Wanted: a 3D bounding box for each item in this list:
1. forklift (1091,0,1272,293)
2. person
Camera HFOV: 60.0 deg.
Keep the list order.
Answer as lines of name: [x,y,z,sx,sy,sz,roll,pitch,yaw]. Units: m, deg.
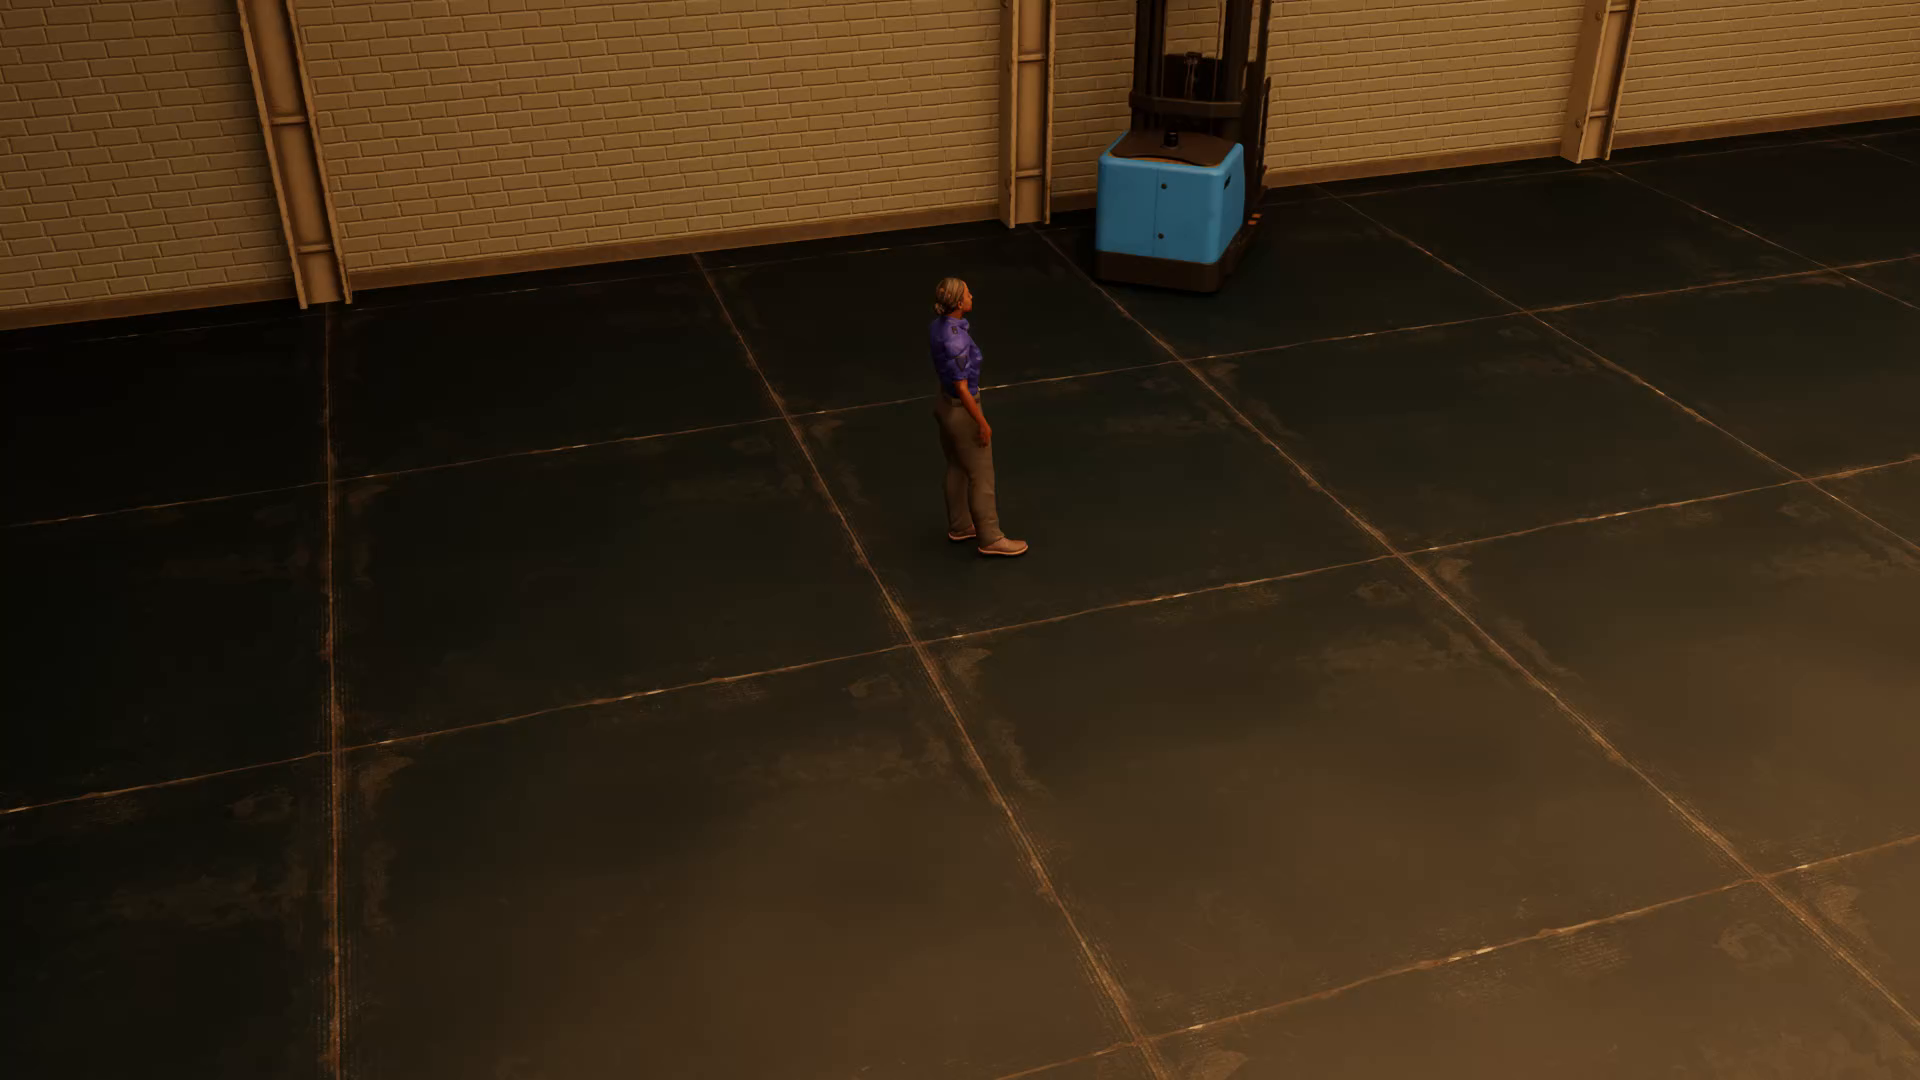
forklift: [2.064,-3.974,13.995,1.130,2.935,3.031,10,31,17]
person: [0.090,-0.728,9.617,0.503,1.656,0.569,-10,31,-16]
